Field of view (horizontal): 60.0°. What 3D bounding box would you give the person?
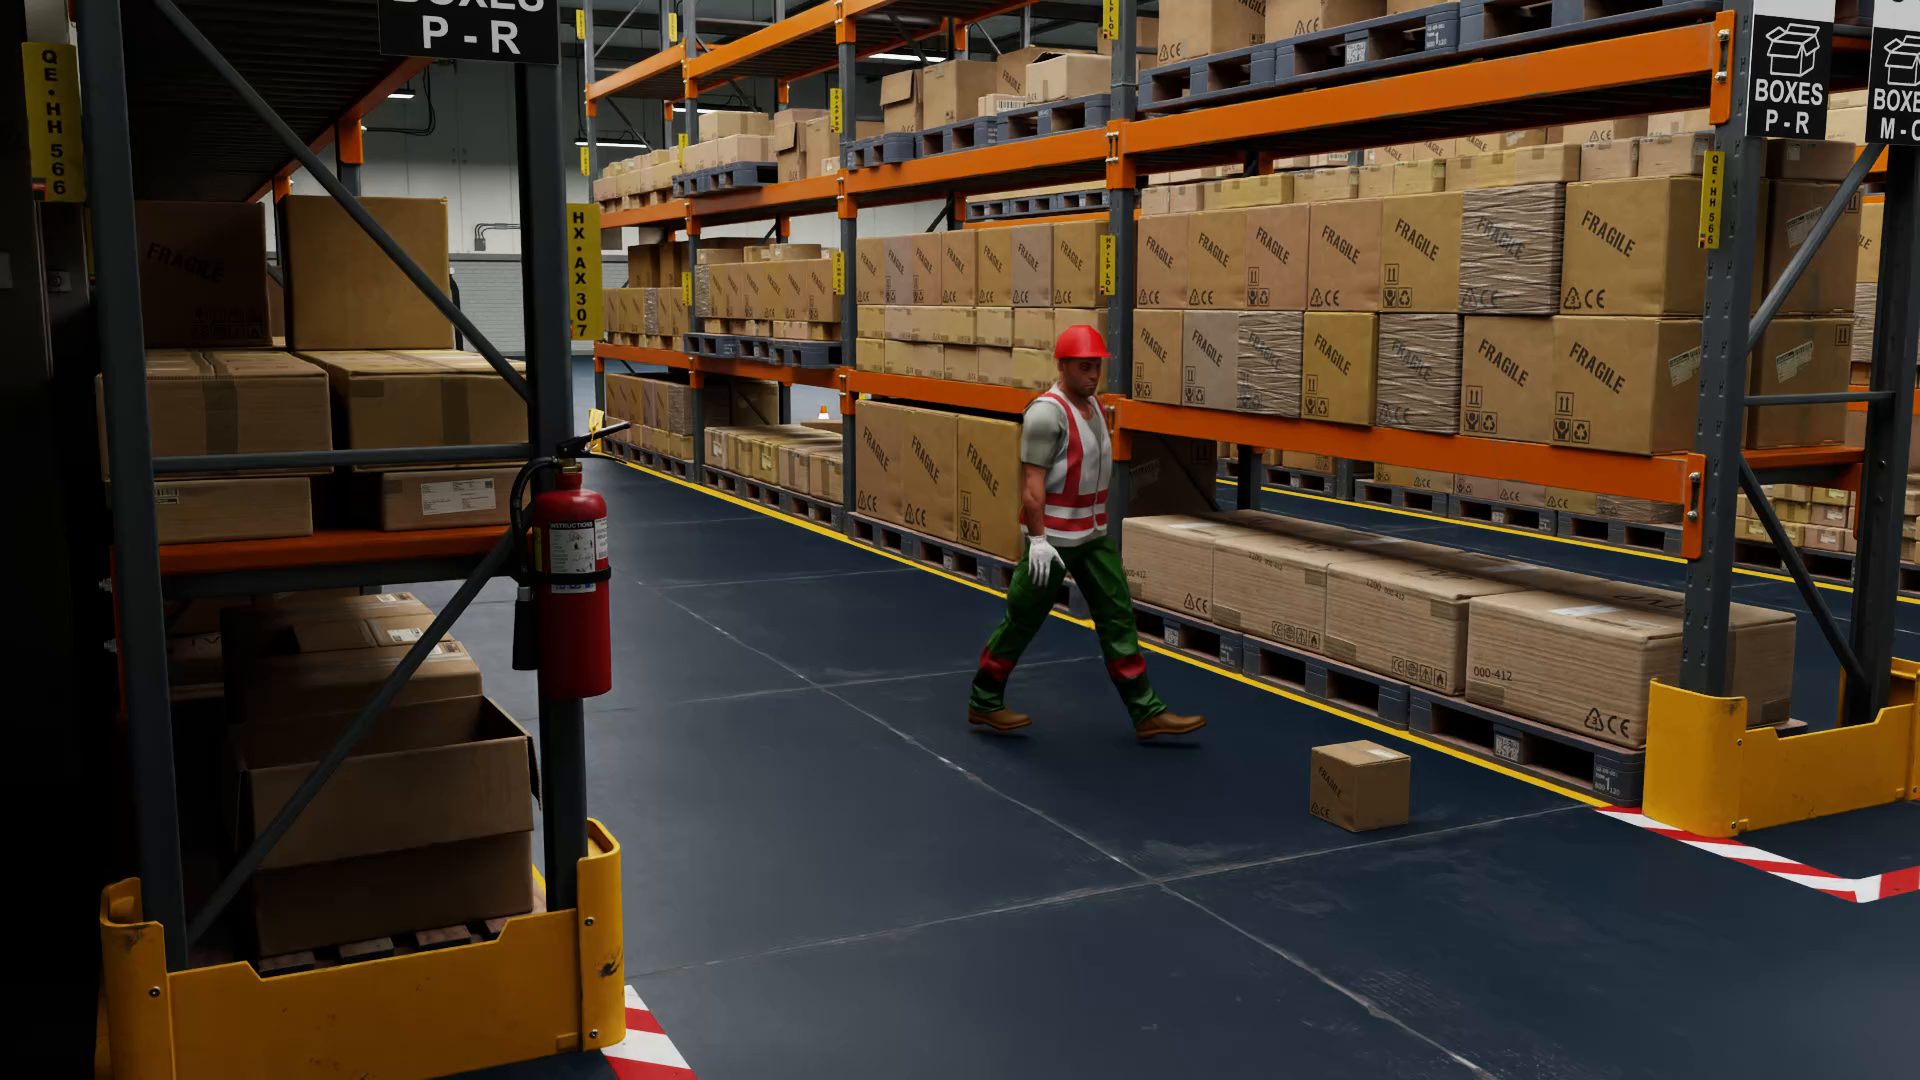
[{"bbox_3d":[0.499,-0.022,6.920,0.976,1.735,0.622,6,10,36],"label":"person"}]
